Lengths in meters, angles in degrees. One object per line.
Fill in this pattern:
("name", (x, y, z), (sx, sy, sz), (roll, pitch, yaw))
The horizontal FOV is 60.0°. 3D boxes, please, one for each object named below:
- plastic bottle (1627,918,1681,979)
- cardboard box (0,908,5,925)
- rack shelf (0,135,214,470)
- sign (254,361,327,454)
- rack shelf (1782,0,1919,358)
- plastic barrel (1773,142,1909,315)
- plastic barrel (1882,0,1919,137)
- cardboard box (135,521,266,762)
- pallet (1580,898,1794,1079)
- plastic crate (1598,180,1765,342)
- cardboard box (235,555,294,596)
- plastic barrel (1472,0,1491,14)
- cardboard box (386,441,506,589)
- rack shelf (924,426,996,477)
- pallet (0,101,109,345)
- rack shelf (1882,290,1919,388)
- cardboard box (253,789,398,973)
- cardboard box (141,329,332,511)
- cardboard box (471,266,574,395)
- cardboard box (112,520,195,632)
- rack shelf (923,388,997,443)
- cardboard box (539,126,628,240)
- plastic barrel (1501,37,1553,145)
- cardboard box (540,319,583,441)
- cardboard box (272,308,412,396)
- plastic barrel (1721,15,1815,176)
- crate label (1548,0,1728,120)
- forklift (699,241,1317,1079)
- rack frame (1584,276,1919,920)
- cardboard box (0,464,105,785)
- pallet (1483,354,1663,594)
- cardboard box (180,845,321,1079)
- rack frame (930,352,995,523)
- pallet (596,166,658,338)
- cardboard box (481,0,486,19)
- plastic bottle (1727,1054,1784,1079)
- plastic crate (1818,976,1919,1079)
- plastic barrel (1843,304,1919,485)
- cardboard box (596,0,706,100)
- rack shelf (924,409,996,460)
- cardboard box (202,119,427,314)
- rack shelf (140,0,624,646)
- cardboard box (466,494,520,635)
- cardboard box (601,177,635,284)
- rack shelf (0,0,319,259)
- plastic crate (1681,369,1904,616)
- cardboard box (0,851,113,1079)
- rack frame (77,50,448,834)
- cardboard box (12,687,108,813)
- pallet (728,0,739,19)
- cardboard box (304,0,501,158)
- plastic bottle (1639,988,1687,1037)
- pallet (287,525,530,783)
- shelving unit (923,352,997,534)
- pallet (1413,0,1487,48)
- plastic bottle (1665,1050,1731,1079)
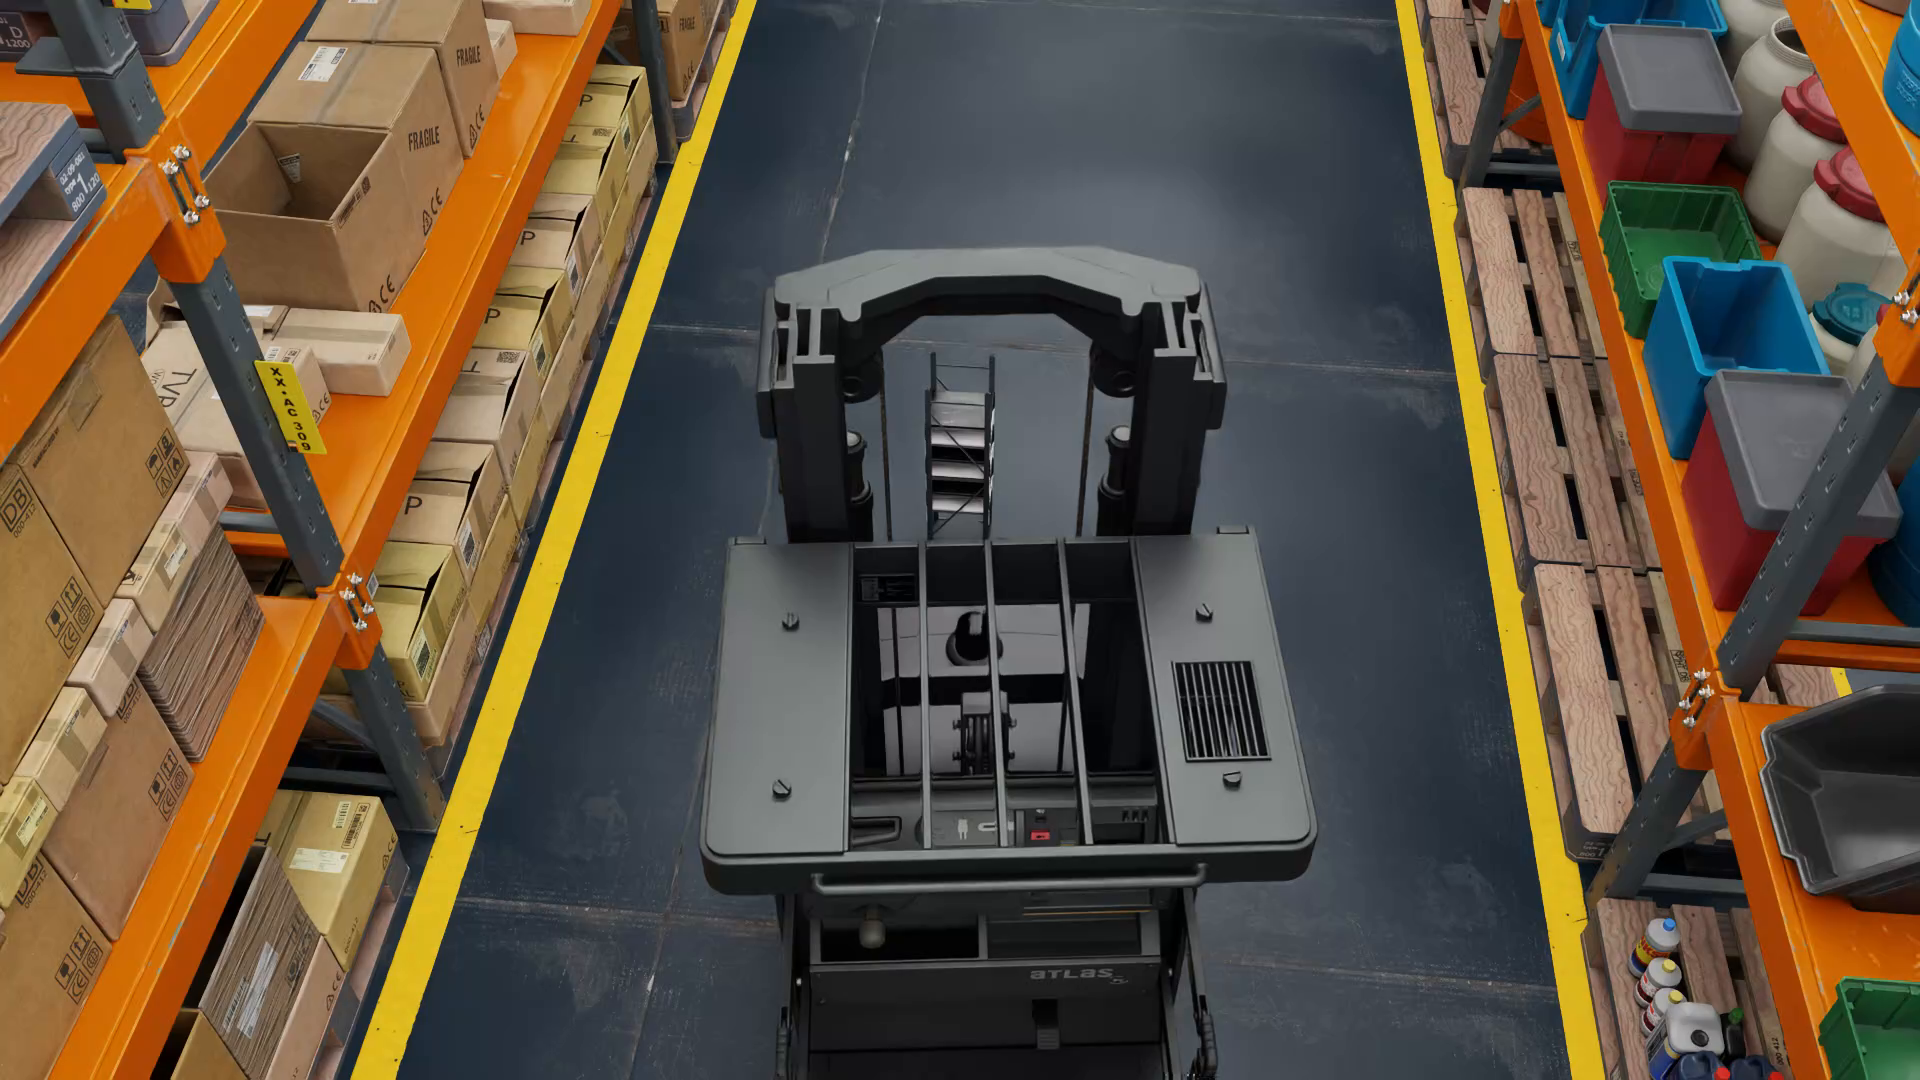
("plastic bottle", (2.147, 1.249, 5.126), (0.097, 0.271, 0.097), (0, 48, 0))
("cardboard box", (-2.248, 0.830, 3.450), (0.380, 0.149, 0.250), (5, 48, 5))
("rack shelf", (-2.502, 0.636, 2.590), (1.077, 0.370, 4.000), (4, 48, 4))
("sign", (-1.767, -0.347, 4.394), (0.100, 0.325, 0.005), (4, 48, 4))
("rack shelf", (2.795, -1.968, 4.972), (1.077, 0.370, 4.000), (4, 48, 4))
("plastic barrel", (2.985, -1.002, 5.541), (0.433, 0.535, 0.433), (0, 48, 0))
("plastic barrel", (2.443, -1.298, 3.532), (0.600, 0.901, 0.708), (4, 48, 4))
("cardboard box", (-2.354, 0.229, 4.440), (0.700, 0.500, 0.500), (3, 48, 3))
("pallet", (2.510, 1.703, 5.049), (1.003, 0.211, 1.213), (4, 48, 4))
("plastic crate", (2.490, -0.956, 5.735), (0.450, 0.188, 0.662), (4, 48, 4))
("cardboard box", (-2.568, 0.216, 5.719), (0.500, 0.311, 0.500), (4, 48, 4))
("plastic barrel", (3.108, -3.186, 8.981), (0.600, 0.588, 0.708), (4, 48, 4))
("cardboard box", (-1.983, -0.122, 6.027), (0.500, 0.311, 0.500), (3, 48, 3))
("rack shelf", (0.001, -0.348, 6.382), (0.258, 0.077, 0.200), (4, 48, 4))
("pallet", (-2.372, -0.418, 3.127), (1.003, 0.211, 1.213), (4, 48, 4))
("rack shelf", (2.431, 0.972, 2.283), (1.077, 0.370, 4.000), (4, 48, 4))
("cardboard box", (-2.144, 1.077, 5.311), (0.500, 0.250, 0.500), (4, 48, 4))
("cardboard box", (-2.318, -0.378, 5.165), (0.500, 0.250, 0.500), (7, 48, 6))
("cardboard box", (-1.895, -0.884, 6.724), (0.500, 0.311, 0.500), (5, 48, 5))
("cardboard box", (-2.156, 0.079, 4.138), (0.380, 0.149, 0.250), (3, 48, 3))
("rack shelf", (0.001, -0.469, 6.249), (0.258, 0.077, 0.200), (4, 48, 4))
("cardboard box", (-1.798, -1.623, 7.400), (0.500, 0.311, 0.500), (3, 48, 3))
("plastic barrel", (3.005, -2.438, 8.133), (0.600, 0.830, 0.708), (4, 48, 4))
("cardboard box", (-1.896, -0.688, 6.925), (0.500, 0.250, 0.500), (5, 48, 4))
("cardboard box", (-2.035, -0.617, 5.452), (0.380, 0.149, 0.250), (4, 48, 4))
("plastic barrel", (3.058, -1.626, 6.128), (0.421, 0.512, 0.421), (0, 48, 0))
("crate label", (2.617, -1.968, 6.493), (0.502, 0.435, 0.616), (4, 48, 4))
("forklift", (0.075, 0.887, 3.952), (1.130, 2.935, 3.031), (-1, 48, -1))
("rack frame", (2.613, 0.272, 4.469), (1.000, 3.000, 0.127), (4, 48, 4))
("cardboard box", (-2.399, 0.162, 3.622), (0.700, 0.500, 0.500), (4, 48, 3))
("pallet", (2.754, -0.266, 6.850), (1.003, 0.211, 1.213), (4, 48, 4))
("cardboard box", (-2.201, 1.191, 4.698), (0.500, 0.500, 0.500), (4, 48, 4))
("rack frame", (0.010, -0.384, 6.492), (0.240, 0.900, 0.006), (4, 48, 4))
("pallet", (-2.069, -1.460, 7.942), (1.003, 0.211, 1.213), (4, 48, 4))
("cardboard box", (-2.229, -2.329, 6.908), (0.500, 0.311, 0.500), (3, 48, 3))
("plastic bottle", (2.270, 1.592, 4.758), (0.144, 0.351, 0.185), (4, 48, 4))
("plastic crate", (2.208, 1.322, 3.652), (0.450, 0.188, 0.662), (4, 48, 4))
("plastic barrel", (2.918, -0.463, 5.048), (0.433, 0.535, 0.433), (0, 48, 0))
("cardboard box", (-1.629, -2.624, 8.513), (0.500, 0.500, 0.500), (6, 48, 5))
("rack shelf", (0.001, -0.409, 6.315), (0.258, 0.077, 0.200), (4, 48, 4))
("cardboard box", (-2.185, -1.048, 5.608), (0.500, 0.500, 0.500), (7, 48, 6))
("rack shelf", (-2.137, -1.291, 6.386), (1.077, 0.370, 4.000), (4, 48, 4))
("cardboard box", (-1.988, 0.067, 6.235), (0.500, 0.250, 0.500), (5, 48, 5))
("cardboard box", (-1.804, -1.435, 7.609), (0.500, 0.250, 0.500), (3, 48, 3))
("rack shelf", (-2.137, -2.303, 5.279), (1.077, 0.370, 4.000), (4, 48, 4))
("plastic crate", (2.352, -0.126, 4.789), (0.402, 0.464, 0.583), (4, 48, 4))
("cardboard box", (-2.445, 0.985, 3.749), (0.700, 0.500, 0.500), (5, 48, 4))
("rack frame", (-2.320, -0.064, 4.776), (1.000, 3.000, 0.127), (4, 48, 4))
("cardboard box", (-2.200, 0.465, 3.785), (0.380, 0.149, 0.250), (4, 48, 3))
("pallet", (-1.736, -3.503, 9.811), (1.003, 0.211, 1.213), (4, 48, 4))
("cardboard box", (-2.092, -1.803, 6.299), (0.500, 0.500, 0.500), (2, 48, 1))
("plastic bottle", (2.129, 1.422, 5.015), (0.097, 0.201, 0.097), (0, 48, 0))
("pallet", (-2.291, 0.333, 6.302), (1.003, 0.211, 1.213), (4, 48, 4))
("shelving unit", (0.001, -0.310, 6.423), (0.258, 0.900, 0.210), (4, 48, 4))
("pallet", (3.121, -3.203, 9.536), (1.003, 0.211, 1.213), (4, 48, 4))
("plastic bottle", (2.126, 1.582, 4.767), (0.144, 0.351, 0.185), (5, 48, 5))
